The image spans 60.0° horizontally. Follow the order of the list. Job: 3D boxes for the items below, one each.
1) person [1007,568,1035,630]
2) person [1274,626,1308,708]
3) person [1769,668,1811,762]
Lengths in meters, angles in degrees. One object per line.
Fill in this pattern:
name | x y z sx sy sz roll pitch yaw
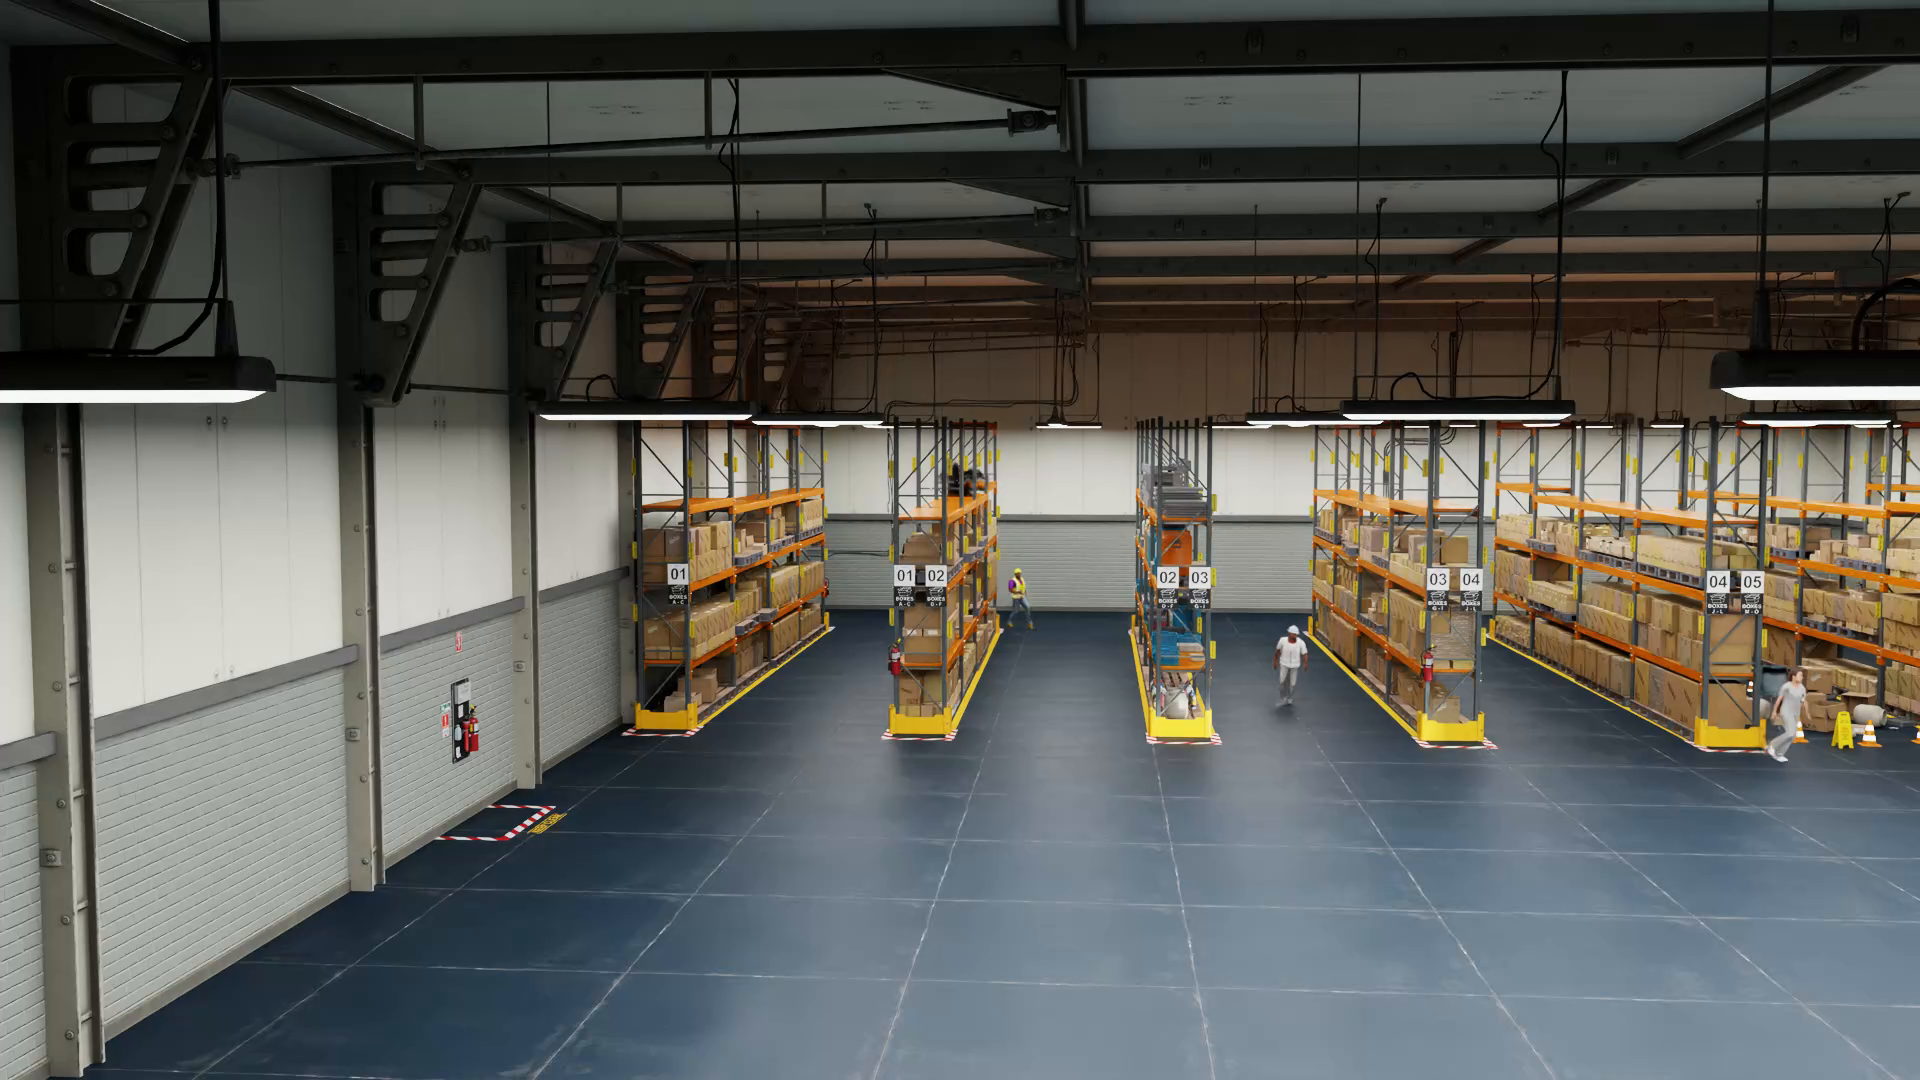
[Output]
person | 1.697 1.711 48.068 0.707 1.798 0.864 -3 5 -42
person | 6.886 2.616 34.601 0.673 1.720 0.768 0 4 5
person | 14.353 3.026 28.792 0.566 1.647 0.544 -1 4 -21
